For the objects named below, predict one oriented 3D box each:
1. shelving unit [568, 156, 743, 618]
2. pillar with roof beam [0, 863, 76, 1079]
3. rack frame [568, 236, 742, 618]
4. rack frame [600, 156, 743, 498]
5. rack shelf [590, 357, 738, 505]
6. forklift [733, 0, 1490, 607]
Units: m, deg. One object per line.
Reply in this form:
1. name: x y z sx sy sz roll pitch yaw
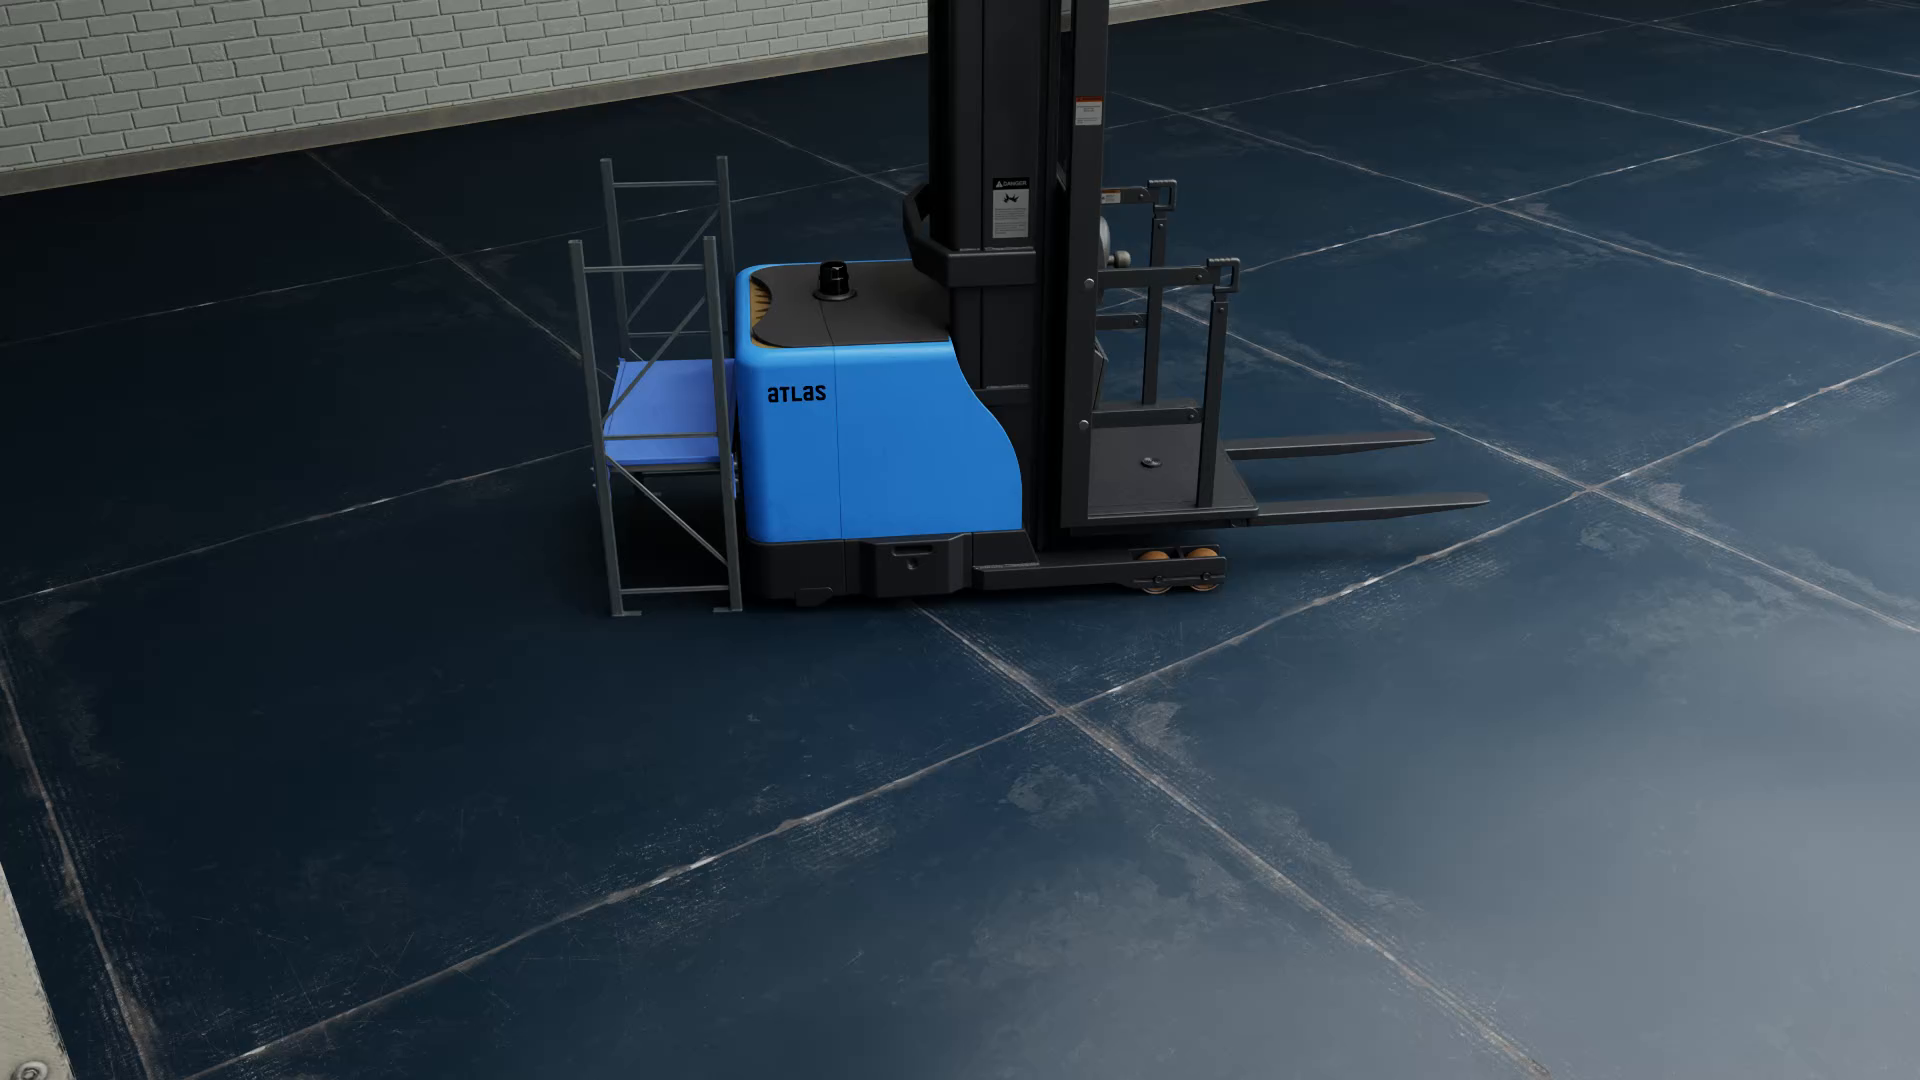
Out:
1. shelving unit: -1.138 -0.618 6.534 0.538 1.500 1.048 -2 29 -4
2. pillar with roof beam: 1.161 -3.622 4.207 9.100 9.000 0.400 -19 34 -31
3. rack frame: -1.095 -0.377 6.089 0.500 1.500 0.032 -2 29 -4
4. rack frame: -1.180 -0.860 6.979 0.500 1.500 0.032 -2 29 -4
5. rack shelf: -1.138 -0.460 6.620 0.538 0.185 1.000 -2 29 -4
6. forklift: 0.626 -1.323 6.332 3.031 2.935 1.130 -3 29 -6
